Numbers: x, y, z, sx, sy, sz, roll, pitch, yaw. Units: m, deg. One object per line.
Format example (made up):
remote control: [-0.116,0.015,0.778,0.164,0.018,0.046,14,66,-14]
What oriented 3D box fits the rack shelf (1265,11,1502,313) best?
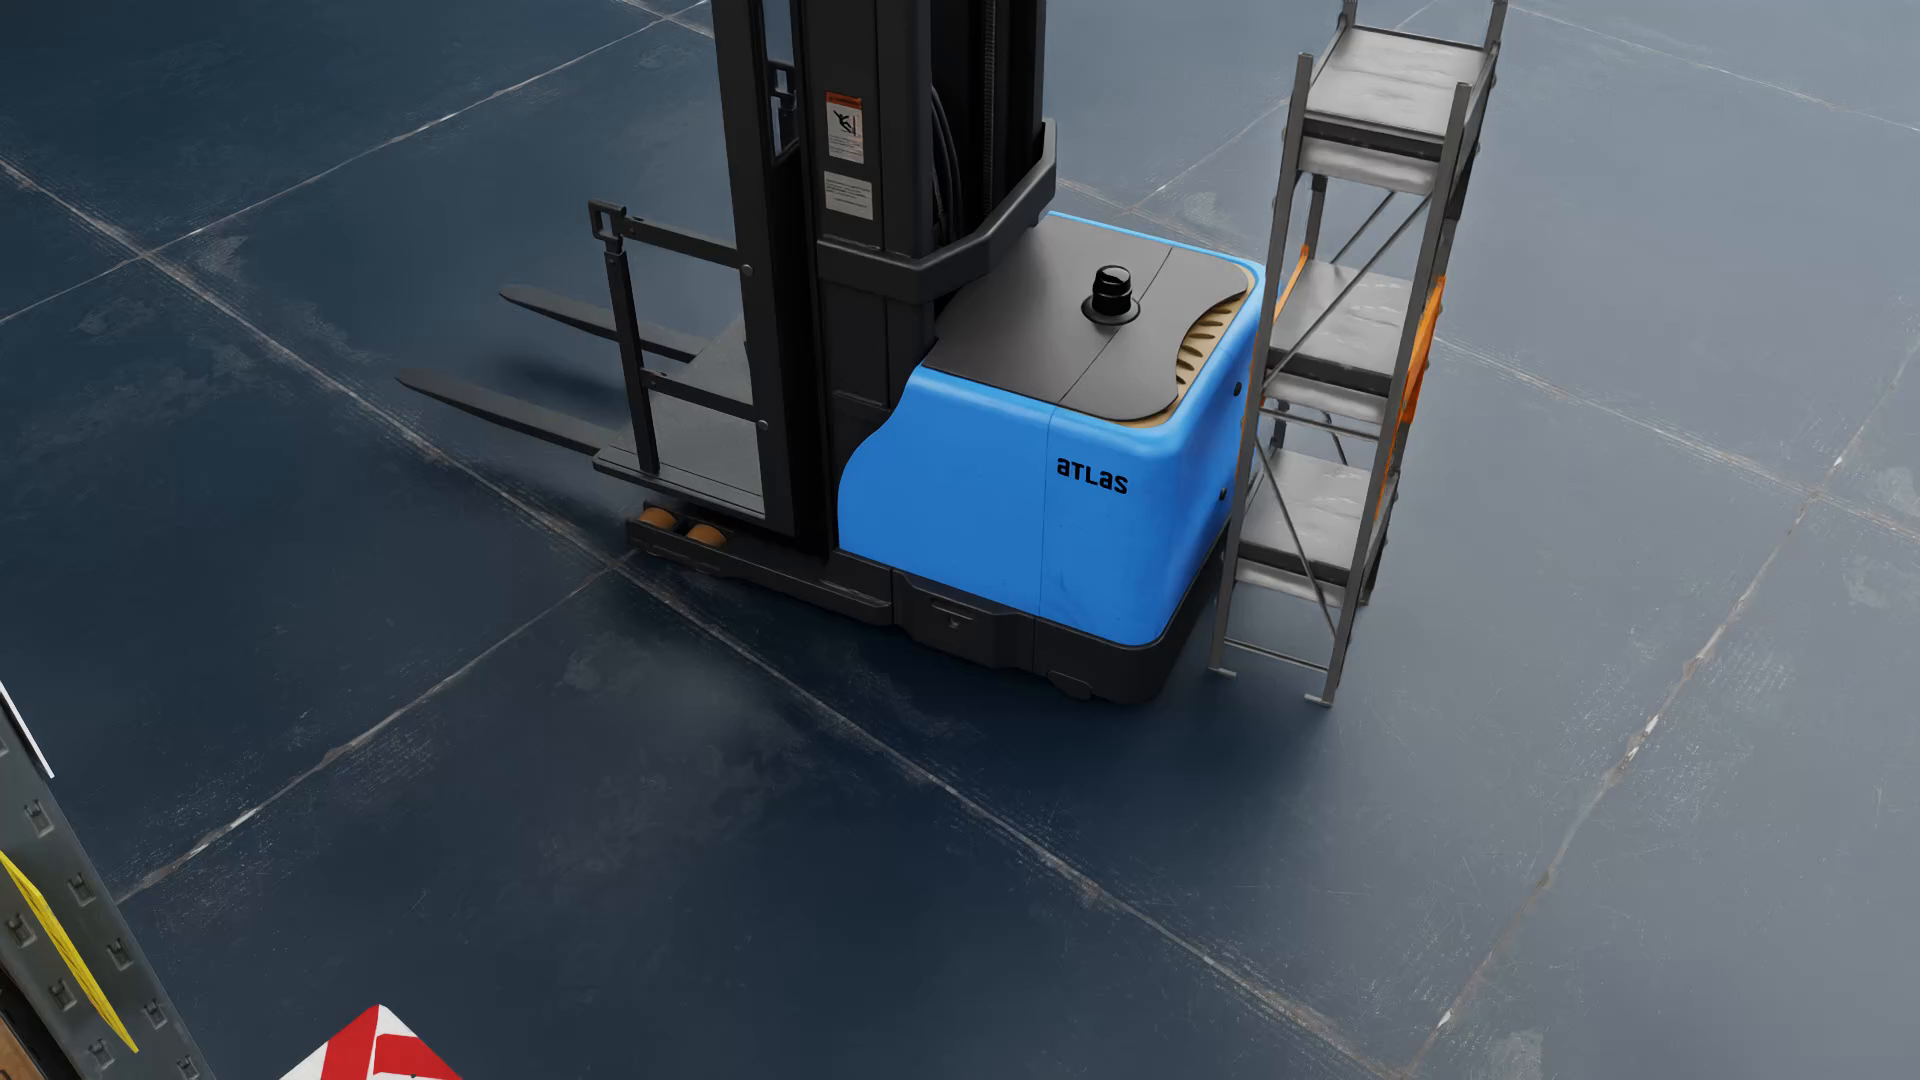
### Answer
rack shelf: [1.072,-0.966,4.229,0.431,0.518,0.480,16,45,17]

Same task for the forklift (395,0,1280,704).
forklift: [-0.563,-1.270,4.968,3.031,2.935,1.130,18,45,19]

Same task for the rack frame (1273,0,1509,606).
rack frame: [1.169,-0.613,4.858,0.400,2.100,0.015,16,45,17]

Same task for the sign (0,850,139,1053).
sign: [-1.044,0.486,1.949,0.100,0.325,0.005,29,50,28]

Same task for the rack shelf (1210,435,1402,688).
rack shelf: [1.073,0.064,5.177,0.431,0.518,0.480,16,45,17]

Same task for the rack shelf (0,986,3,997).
rack shelf: [-2.738,2.056,1.794,1.077,0.370,4.000,29,50,28]

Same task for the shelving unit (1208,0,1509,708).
shelving unit: [1.072,-0.461,4.693,0.431,2.100,0.503,16,45,17]

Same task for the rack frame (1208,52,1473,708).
rack frame: [0.976,-0.309,4.529,0.400,2.100,0.015,16,45,17]

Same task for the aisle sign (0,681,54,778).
aisle sign: [-1.175,-0.108,1.707,0.394,0.787,0.004,29,50,28]

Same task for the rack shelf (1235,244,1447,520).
rack shelf: [1.072,-0.451,4.703,0.431,0.518,0.480,16,45,17]
